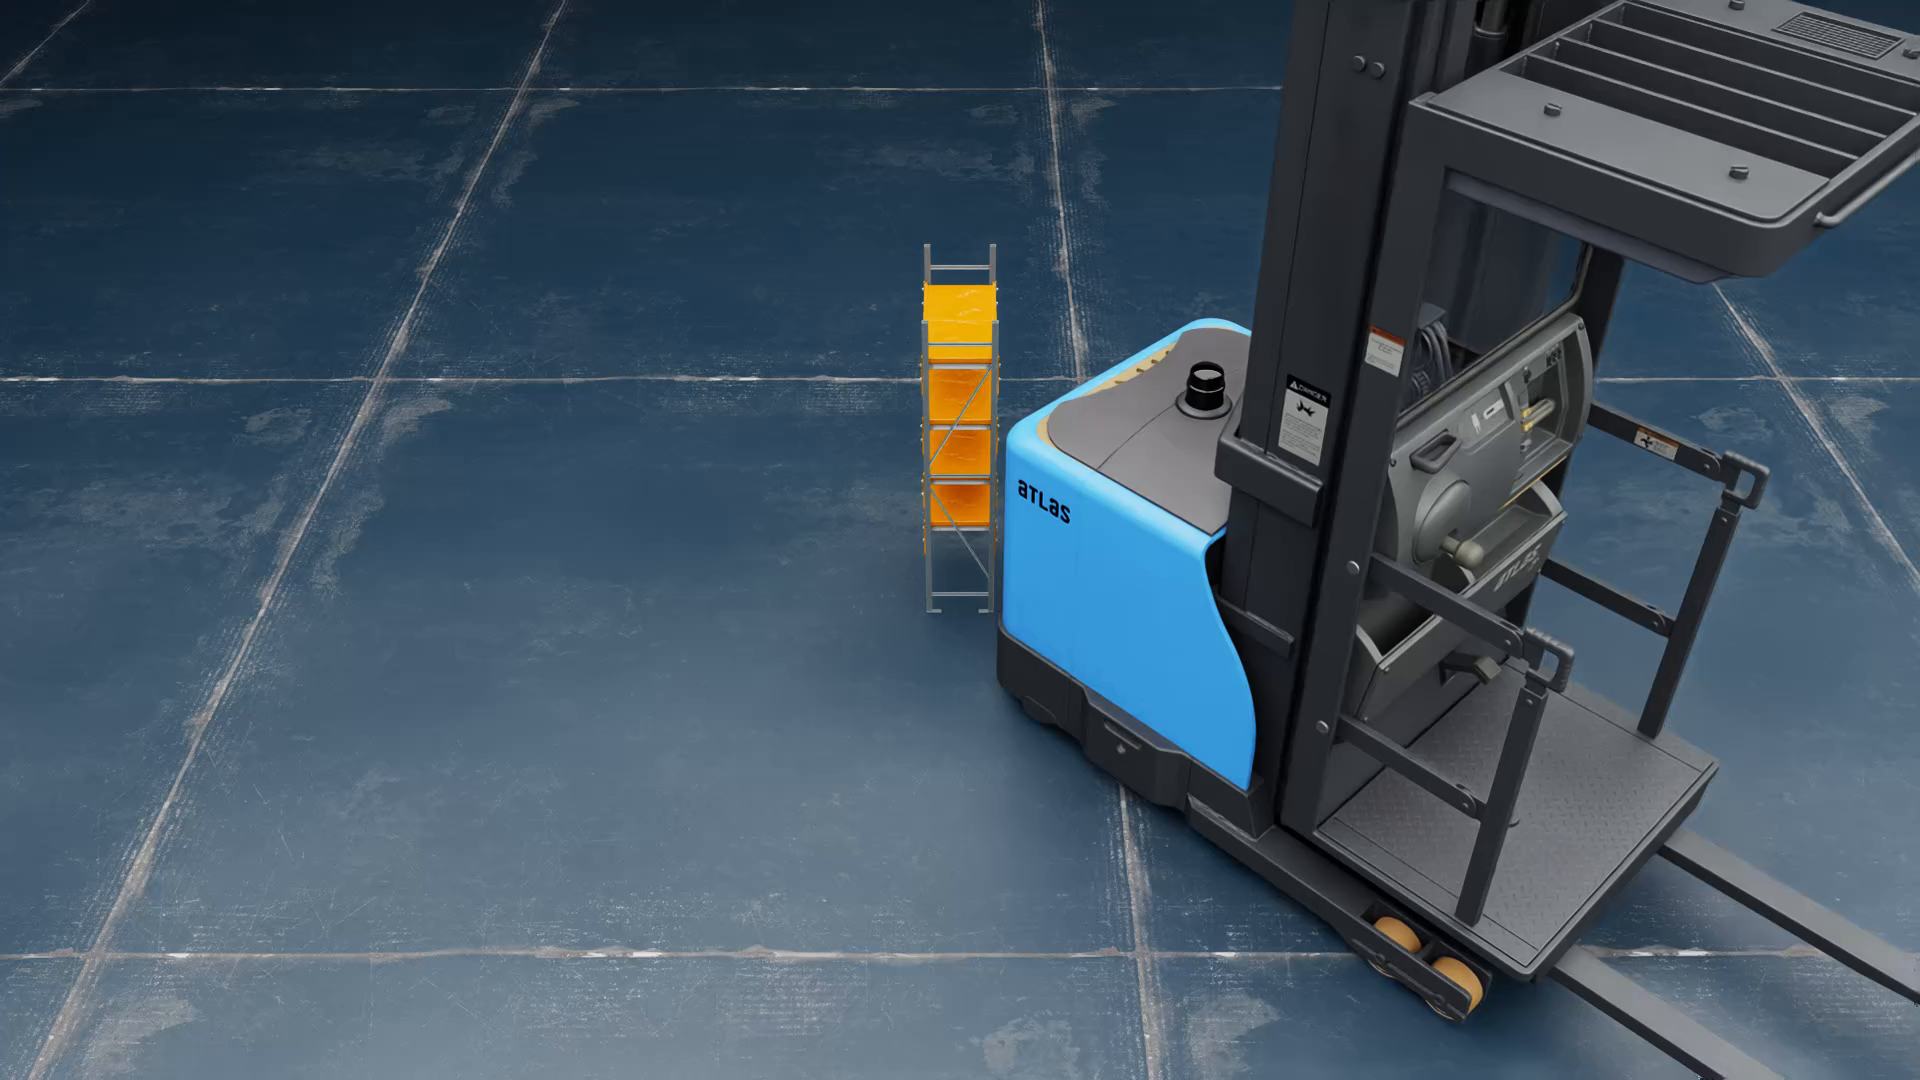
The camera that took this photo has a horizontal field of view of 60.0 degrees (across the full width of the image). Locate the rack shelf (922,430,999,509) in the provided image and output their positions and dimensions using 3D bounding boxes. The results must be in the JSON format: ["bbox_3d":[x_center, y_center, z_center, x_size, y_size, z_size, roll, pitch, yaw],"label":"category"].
[{"bbox_3d":[0.000,-0.312,5.788,0.258,0.148,0.480,0,39,0],"label":"rack shelf"}]

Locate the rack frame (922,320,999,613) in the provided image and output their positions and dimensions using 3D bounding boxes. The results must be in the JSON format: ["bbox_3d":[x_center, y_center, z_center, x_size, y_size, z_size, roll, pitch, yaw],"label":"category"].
[{"bbox_3d":[0.000,-0.212,5.555,0.240,1.200,0.015,0,39,0],"label":"rack frame"}]

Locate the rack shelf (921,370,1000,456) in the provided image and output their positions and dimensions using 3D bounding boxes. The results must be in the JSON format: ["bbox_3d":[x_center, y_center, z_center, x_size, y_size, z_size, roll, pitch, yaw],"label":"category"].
[{"bbox_3d":[0.000,-0.487,5.648,0.258,0.148,0.480,0,39,0],"label":"rack shelf"}]

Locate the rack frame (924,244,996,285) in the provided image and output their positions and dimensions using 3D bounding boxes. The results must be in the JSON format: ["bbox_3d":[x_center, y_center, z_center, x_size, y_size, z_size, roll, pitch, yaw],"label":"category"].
[{"bbox_3d":[0.000,-0.517,5.936,0.240,1.200,0.015,0,39,0],"label":"rack frame"}]

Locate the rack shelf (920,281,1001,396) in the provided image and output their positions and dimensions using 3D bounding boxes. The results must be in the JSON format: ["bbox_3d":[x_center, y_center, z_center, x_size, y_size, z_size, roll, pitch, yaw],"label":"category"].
[{"bbox_3d":[0.000,-0.671,5.500,0.258,0.148,0.480,0,39,0],"label":"rack shelf"}]

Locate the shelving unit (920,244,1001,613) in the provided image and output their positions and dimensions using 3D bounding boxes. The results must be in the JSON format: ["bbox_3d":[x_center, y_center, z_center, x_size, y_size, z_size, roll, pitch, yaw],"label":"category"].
[{"bbox_3d":[0.000,-0.365,5.746,0.258,1.200,0.503,0,39,0],"label":"shelving unit"}]

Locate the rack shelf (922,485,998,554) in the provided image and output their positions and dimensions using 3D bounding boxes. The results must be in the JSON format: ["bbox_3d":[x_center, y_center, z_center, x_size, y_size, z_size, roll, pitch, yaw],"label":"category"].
[{"bbox_3d":[0.000,-0.157,5.912,0.258,0.148,0.480,0,39,0],"label":"rack shelf"}]

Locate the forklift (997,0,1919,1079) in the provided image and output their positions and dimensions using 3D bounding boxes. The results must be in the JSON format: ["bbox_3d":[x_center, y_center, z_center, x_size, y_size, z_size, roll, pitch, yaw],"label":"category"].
[{"bbox_3d":[1.513,-0.191,4.145,1.130,2.935,3.031,-32,48,-33],"label":"forklift"}]
